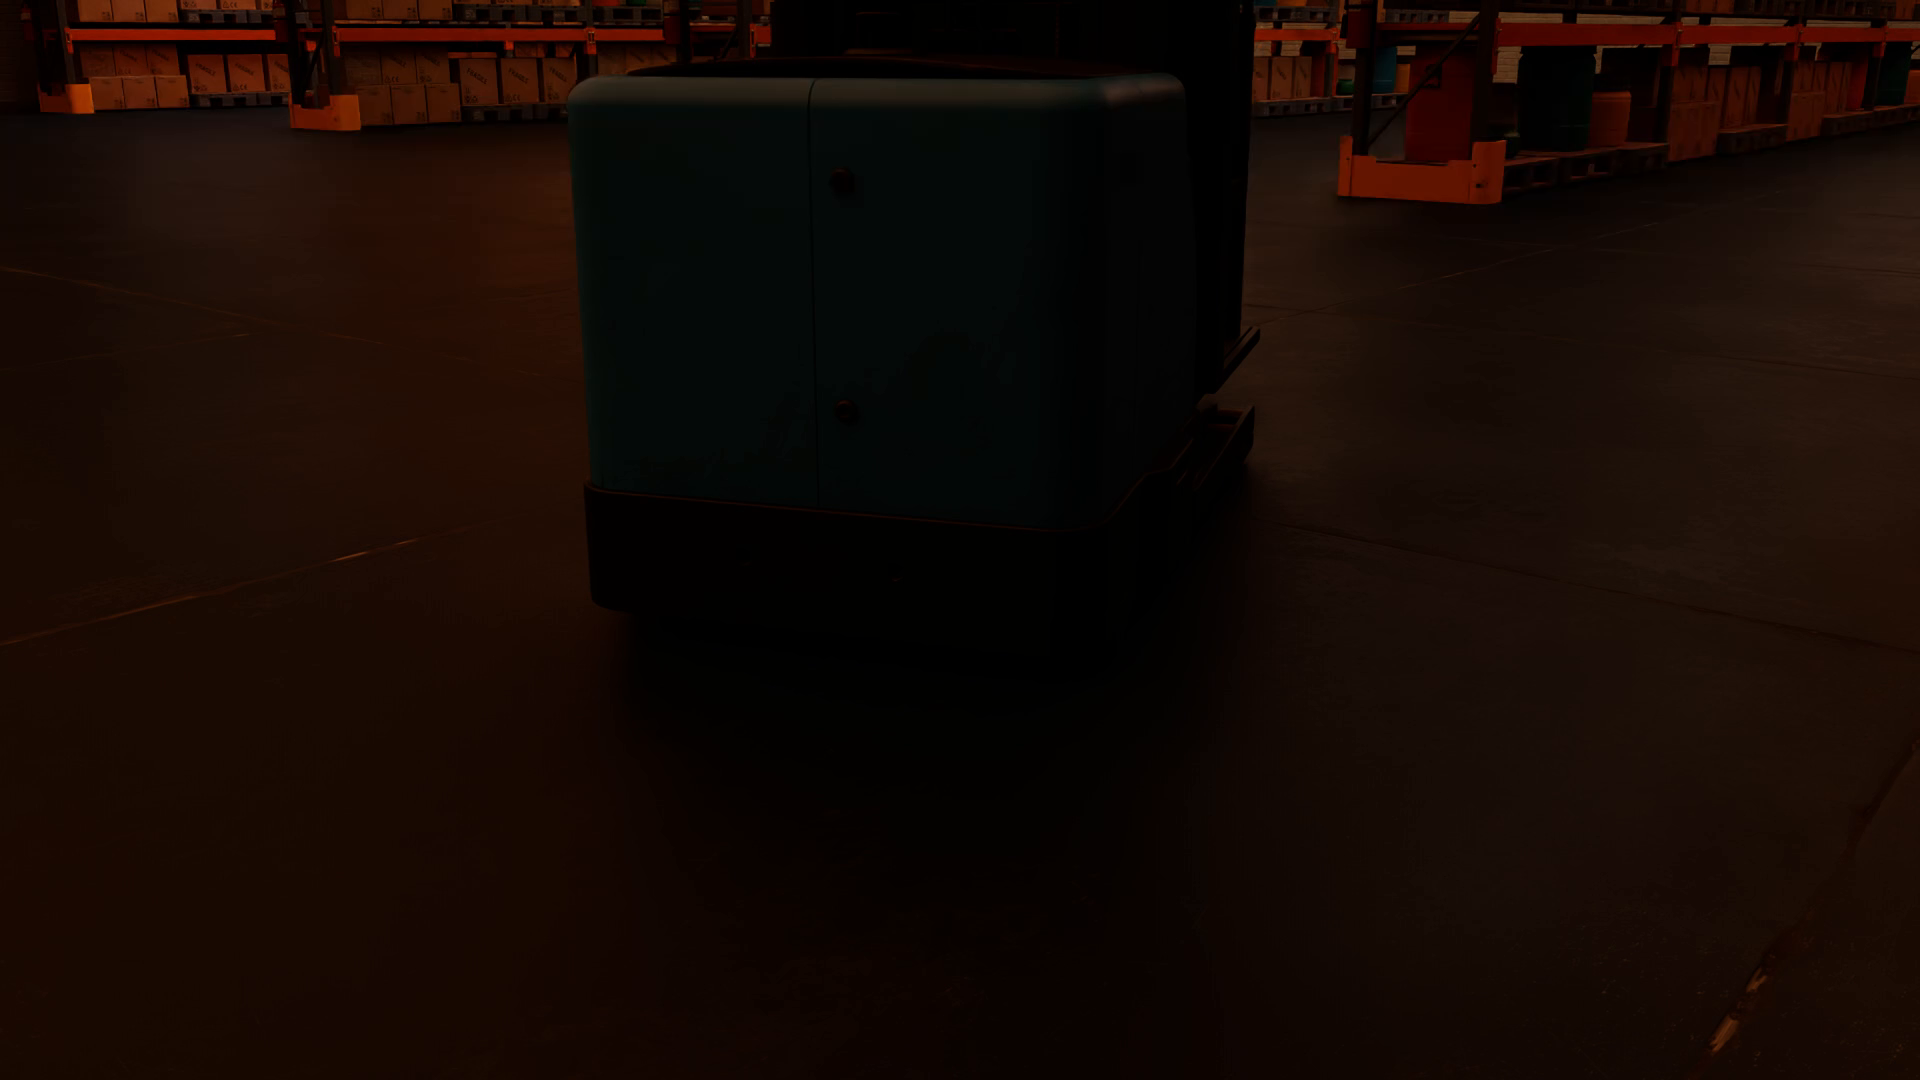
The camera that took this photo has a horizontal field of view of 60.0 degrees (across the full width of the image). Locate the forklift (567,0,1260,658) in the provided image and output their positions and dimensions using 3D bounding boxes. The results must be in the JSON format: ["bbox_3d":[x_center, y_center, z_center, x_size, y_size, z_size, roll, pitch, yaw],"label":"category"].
[{"bbox_3d":[0.189,-1.578,4.095,1.130,2.935,3.031,5,18,17],"label":"forklift"}]
